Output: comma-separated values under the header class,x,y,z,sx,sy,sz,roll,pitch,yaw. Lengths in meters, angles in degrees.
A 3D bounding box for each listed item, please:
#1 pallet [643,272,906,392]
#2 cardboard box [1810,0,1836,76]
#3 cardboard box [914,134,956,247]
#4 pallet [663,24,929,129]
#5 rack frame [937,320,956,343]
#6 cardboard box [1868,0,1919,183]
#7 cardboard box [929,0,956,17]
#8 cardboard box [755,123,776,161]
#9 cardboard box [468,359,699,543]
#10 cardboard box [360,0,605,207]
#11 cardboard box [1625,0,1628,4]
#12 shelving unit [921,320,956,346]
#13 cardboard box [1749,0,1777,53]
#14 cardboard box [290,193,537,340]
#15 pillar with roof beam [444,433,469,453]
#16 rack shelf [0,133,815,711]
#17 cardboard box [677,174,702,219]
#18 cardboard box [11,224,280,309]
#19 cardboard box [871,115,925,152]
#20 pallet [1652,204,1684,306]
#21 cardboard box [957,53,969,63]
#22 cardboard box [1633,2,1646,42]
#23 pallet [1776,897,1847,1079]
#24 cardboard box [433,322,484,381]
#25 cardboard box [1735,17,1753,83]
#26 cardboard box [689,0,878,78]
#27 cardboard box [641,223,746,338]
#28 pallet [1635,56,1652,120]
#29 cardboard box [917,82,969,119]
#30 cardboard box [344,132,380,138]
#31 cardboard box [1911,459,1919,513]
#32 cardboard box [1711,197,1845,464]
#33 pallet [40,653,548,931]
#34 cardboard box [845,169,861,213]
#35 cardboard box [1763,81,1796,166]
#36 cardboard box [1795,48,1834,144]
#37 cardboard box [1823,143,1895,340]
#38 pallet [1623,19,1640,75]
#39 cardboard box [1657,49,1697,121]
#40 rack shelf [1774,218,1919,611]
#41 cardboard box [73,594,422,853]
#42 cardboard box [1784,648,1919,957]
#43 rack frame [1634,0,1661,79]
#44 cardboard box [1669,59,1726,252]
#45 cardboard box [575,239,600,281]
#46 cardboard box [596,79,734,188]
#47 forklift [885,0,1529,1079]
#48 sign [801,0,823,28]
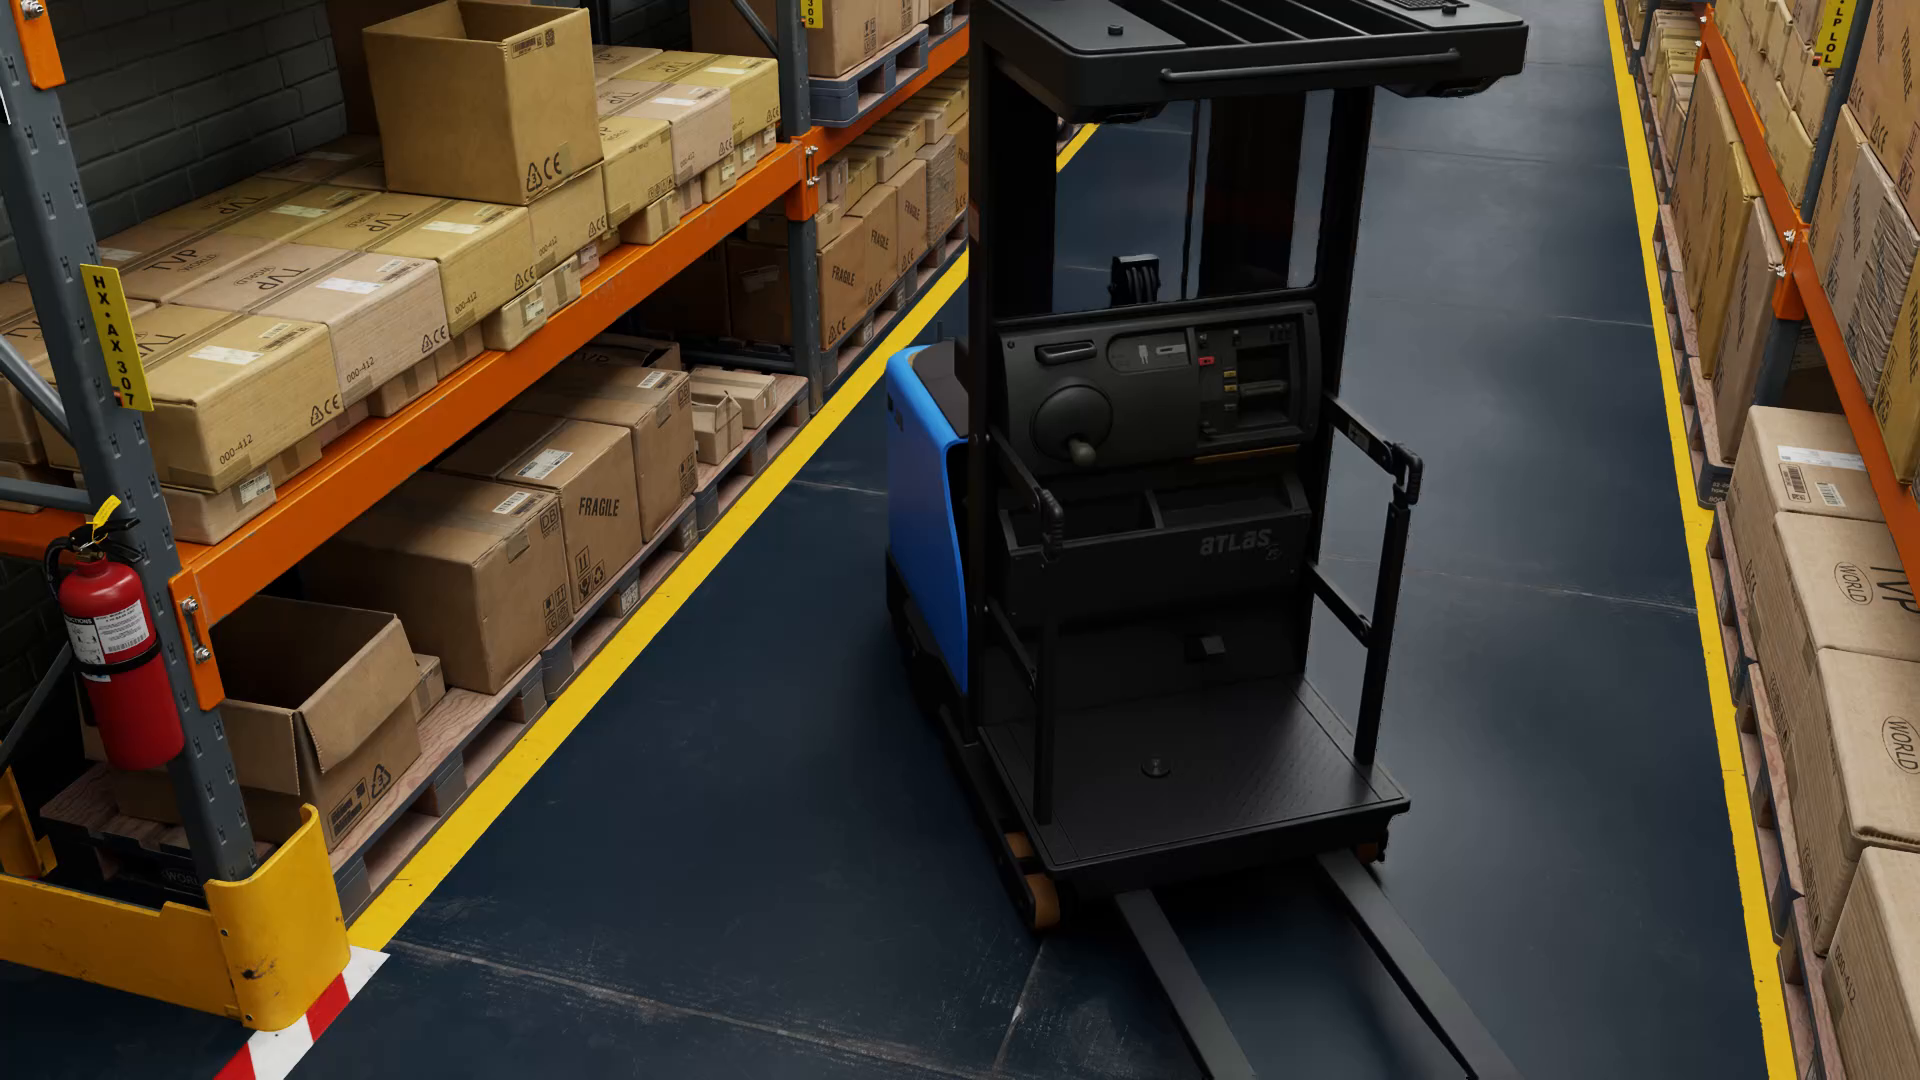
class,x,y,z,sx,sy,sz,roll,pitch,yaw
pallet,-0.941,-1.151,8.602,1.003,0.211,1.213,8,30,15
cardboard box,3.494,-2.004,6.135,0.500,0.500,0.500,9,30,16
cardboard box,-0.330,-1.990,9.381,0.500,0.500,0.500,7,30,13
pallet,-0.804,-2.258,7.921,1.003,0.211,1.213,8,30,15
rack frame,0.027,-0.437,6.609,0.240,0.900,0.006,8,30,15
cardboard box,3.078,-1.340,4.941,0.500,0.500,0.500,8,30,14
cardboard box,-0.405,-3.012,8.543,0.700,0.500,0.500,8,30,15
cardboard box,-0.995,-1.692,6.965,0.380,0.149,0.250,9,30,16
cardboard box,-1.454,-0.363,6.457,0.700,0.500,0.500,7,30,13
cardboard box,-1.487,-1.389,5.238,0.500,0.500,0.500,9,30,16
cardboard box,6.319,-5.011,15.069,0.500,0.250,0.500,11,31,18
shelving unit,-0.002,-0.389,6.524,0.258,0.900,0.210,8,30,15
cardboard box,3.920,-2.387,7.596,0.500,0.250,0.500,9,30,16
cardboard box,-1.633,-0.834,5.013,0.500,0.250,0.500,8,30,14
pillar with roof beam,1.906,-3.798,4.322,9.100,9.000,0.400,8,30,15
rack shelf,-1.730,-0.742,5.739,1.077,0.370,4.000,8,30,15
cardboard box,-1.207,-1.326,6.306,0.380,0.149,0.250,9,30,16
cardboard box,-2.283,-0.683,4.740,0.500,0.250,0.500,9,30,15
cardboard box,-0.409,-2.235,9.154,0.380,0.149,0.250,9,30,15
pallet,4.474,-1.564,9.345,1.003,0.211,1.213,8,30,15
cardboard box,0.128,-2.954,10.447,0.380,0.149,0.250,7,30,12
cardboard box,5.868,-4.292,13.777,0.500,0.250,0.500,10,31,17
pallet,2.589,1.415,3.989,1.003,0.211,1.213,8,30,15
cardboard box,-1.679,-0.616,5.030,0.380,0.149,0.250,9,30,16
cardboard box,4.100,-2.397,8.128,0.500,0.250,0.500,9,30,17
cardboard box,-0.787,-2.406,7.455,0.700,0.500,0.500,9,30,16
cardboard box,-1.282,-1.348,8.226,0.500,0.500,0.500,8,30,15
pallet,5.724,-3.417,12.675,1.003,0.211,1.213,8,30,15
cardboard box,-0.163,-2.590,9.793,0.380,0.149,0.250,9,30,16
cardboard box,-1.841,-1.385,6.003,0.500,0.250,0.500,9,30,16
cardboard box,2.621,-0.198,3.917,0.500,0.500,0.500,9,30,16
cardboard box,3.709,-0.834,6.917,0.875,0.875,0.875,9,30,16
pallet,-2.062,0.686,5.301,1.003,0.211,1.213,8,30,15
cardboard box,-0.712,-1.750,8.283,0.380,0.149,0.250,7,30,12
cardboard box,3.644,-1.695,6.866,0.500,0.250,0.500,8,30,14
cardboard box,3.500,-1.672,6.310,0.500,0.250,0.500,8,30,15
cardboard box,3.063,-0.909,5.196,0.500,0.500,0.500,9,30,15
pallet,6.115,-4.096,13.896,1.003,0.211,1.213,8,30,15
cardboard box,5.389,-3.130,11.563,0.950,0.372,0.625,10,30,17
rack shelf,3.016,-0.036,4.469,1.077,0.370,4.000,8,30,15
cardboard box,-2.047,0.509,4.885,0.797,0.503,0.637,7,30,13
cardboard box,2.788,0.768,4.487,0.875,0.438,0.875,9,30,16
rack frame,5.951,-4.997,12.648,1.000,3.000,0.127,8,30,15
cardboard box,4.495,-2.084,9.165,0.875,0.875,0.875,8,30,14
cardboard box,-1.465,-0.978,5.680,0.380,0.149,0.250,8,30,15
cardboard box,-1.192,-1.544,6.288,0.500,0.250,0.500,9,30,15
forklift,0.628,-0.381,4.420,1.130,2.935,3.031,-8,30,-14
sign,-0.622,-2.291,6.891,0.100,0.325,0.005,8,30,15
